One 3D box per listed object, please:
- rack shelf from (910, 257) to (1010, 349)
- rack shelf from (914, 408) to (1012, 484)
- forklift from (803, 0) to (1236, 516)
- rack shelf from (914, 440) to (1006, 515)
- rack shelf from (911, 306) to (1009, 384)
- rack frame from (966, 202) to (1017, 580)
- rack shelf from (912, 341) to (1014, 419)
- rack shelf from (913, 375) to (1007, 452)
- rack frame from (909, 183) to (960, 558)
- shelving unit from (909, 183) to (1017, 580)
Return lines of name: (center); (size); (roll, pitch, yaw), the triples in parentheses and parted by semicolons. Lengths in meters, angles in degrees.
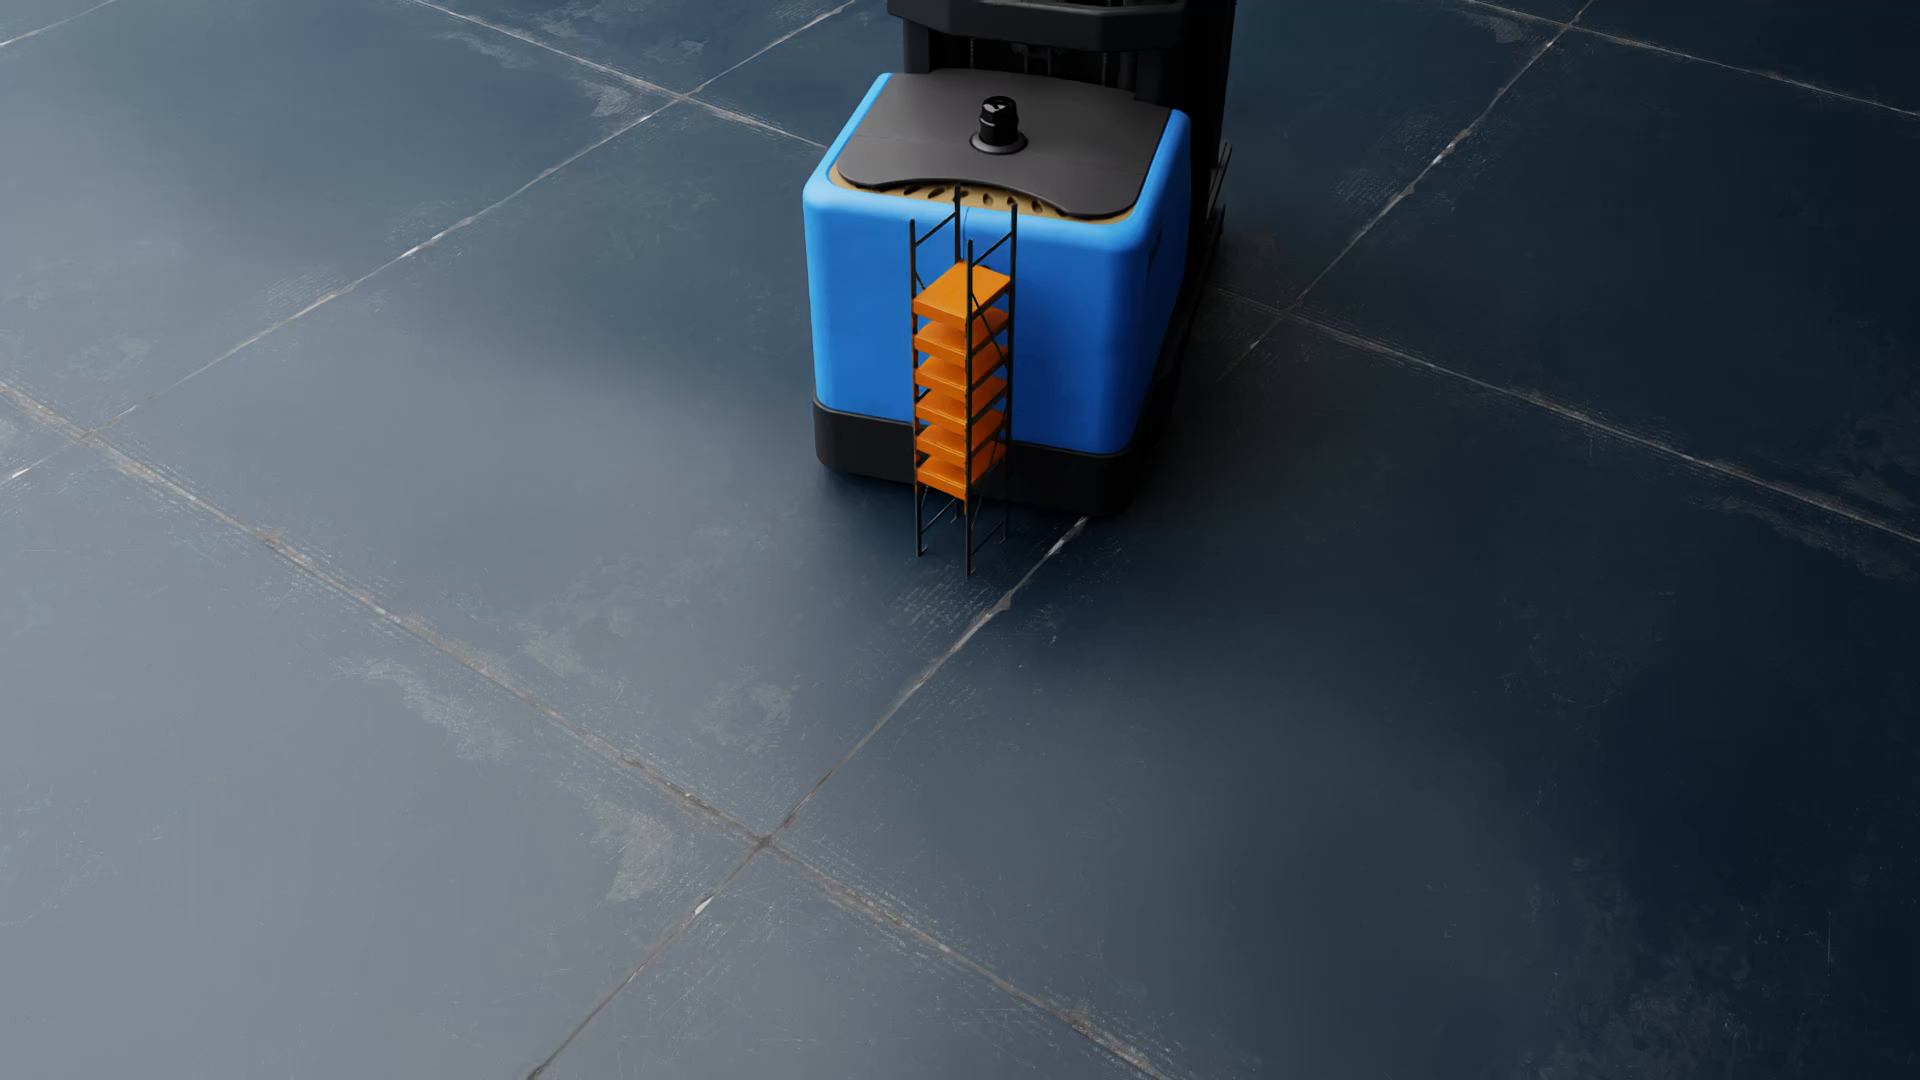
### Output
rack shelf: (0.009, -0.661, 4.615); (0.180, 0.103, 0.258); (24, 47, 24)
rack shelf: (0.009, -0.303, 4.935); (0.180, 0.103, 0.258); (24, 47, 24)
forklift: (0.409, -2.162, 5.468); (1.130, 2.935, 3.031); (10, 43, 11)
rack shelf: (0.009, -0.214, 5.015); (0.180, 0.103, 0.258); (24, 47, 24)
rack shelf: (0.009, -0.571, 4.695); (0.180, 0.103, 0.258); (24, 47, 24)
rack frame: (0.086, -0.392, 4.788); (0.006, 1.200, 0.240); (24, 47, 24)
rack shelf: (0.009, -0.482, 4.775); (0.180, 0.103, 0.258); (24, 47, 24)
rack shelf: (0.009, -0.392, 4.855); (0.180, 0.103, 0.258); (24, 47, 24)
rack frame: (-0.067, -0.459, 4.863); (0.006, 1.200, 0.240); (24, 47, 24)
shelving unit: (0.009, -0.426, 4.826); (0.189, 1.200, 0.258); (24, 47, 24)
